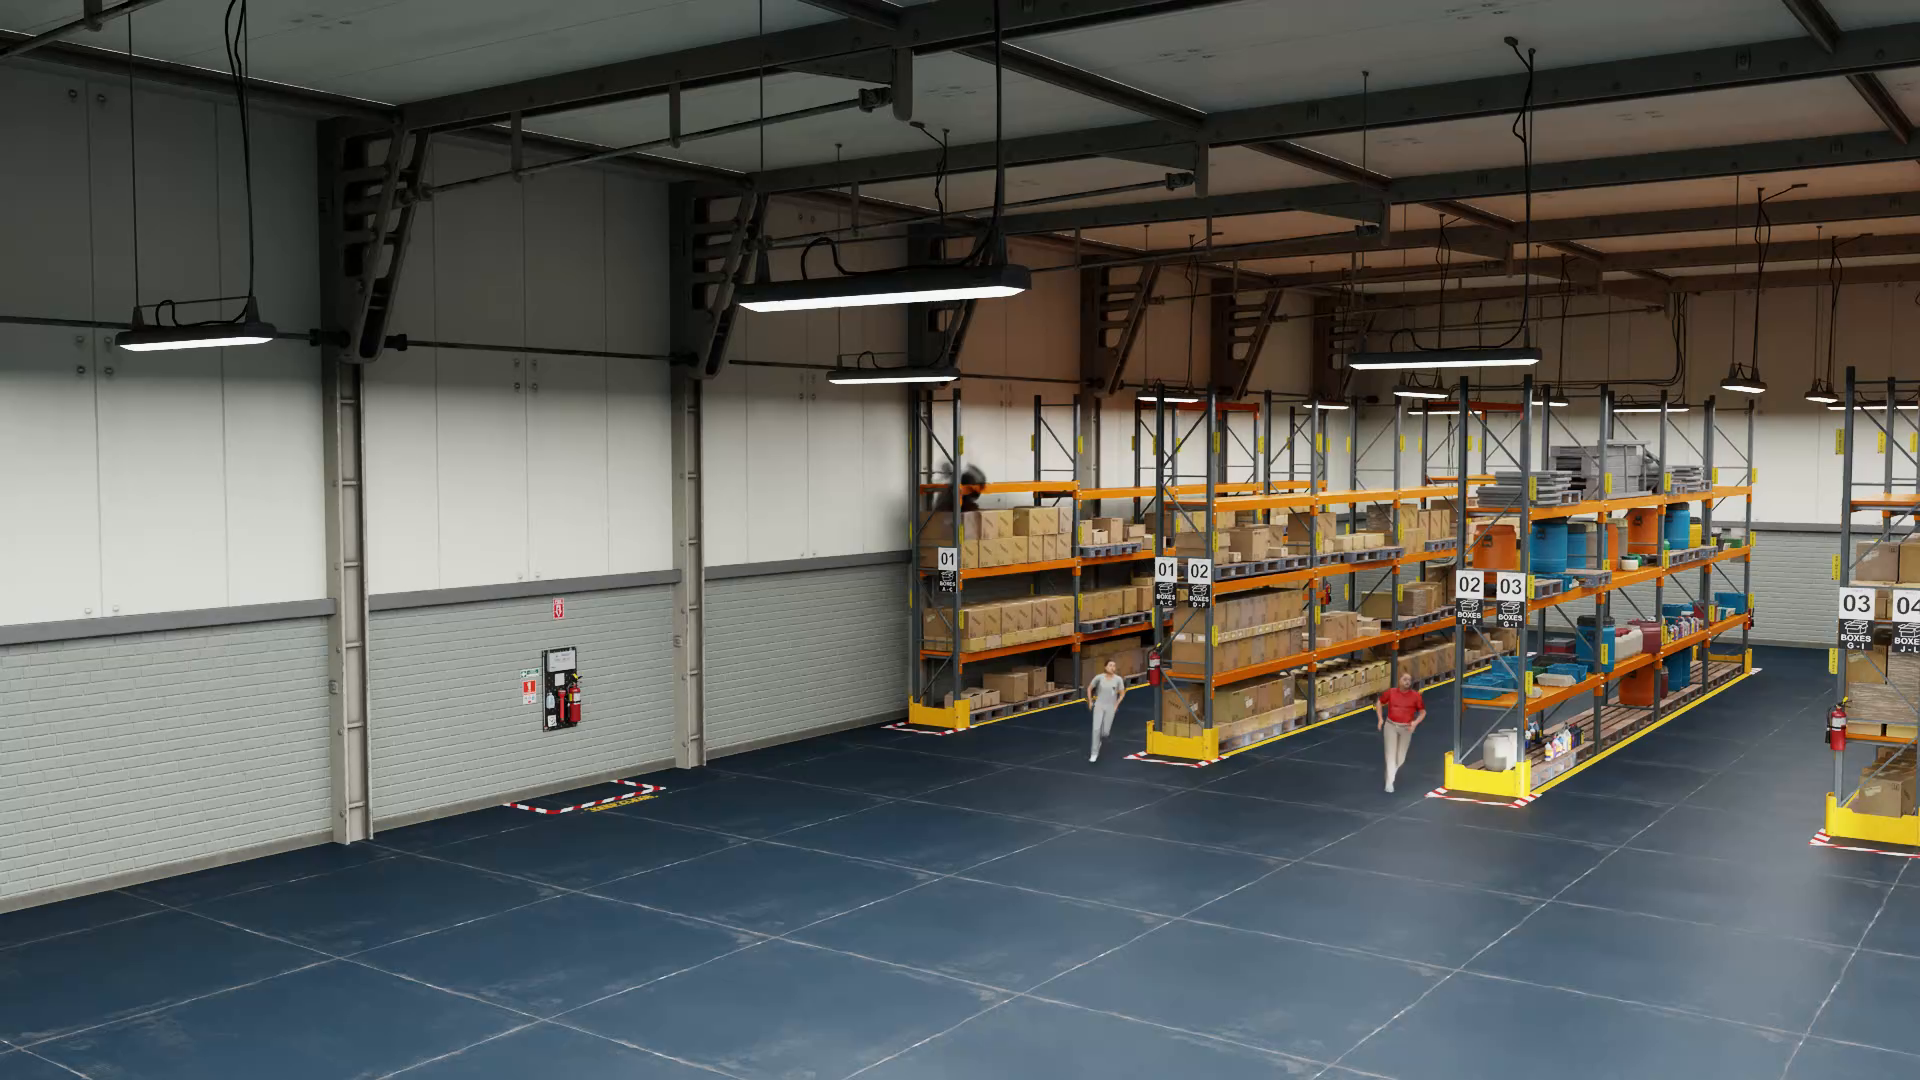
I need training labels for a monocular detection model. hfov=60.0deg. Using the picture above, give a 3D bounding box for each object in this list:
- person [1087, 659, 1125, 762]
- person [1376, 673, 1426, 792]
[{"bbox_3d":[2.334,2.694,26.598,0.603,1.624,0.636,0,3,3],"label":"person"},{"bbox_3d":[6.441,2.784,24.306,0.703,1.708,0.750,1,3,11],"label":"person"}]
